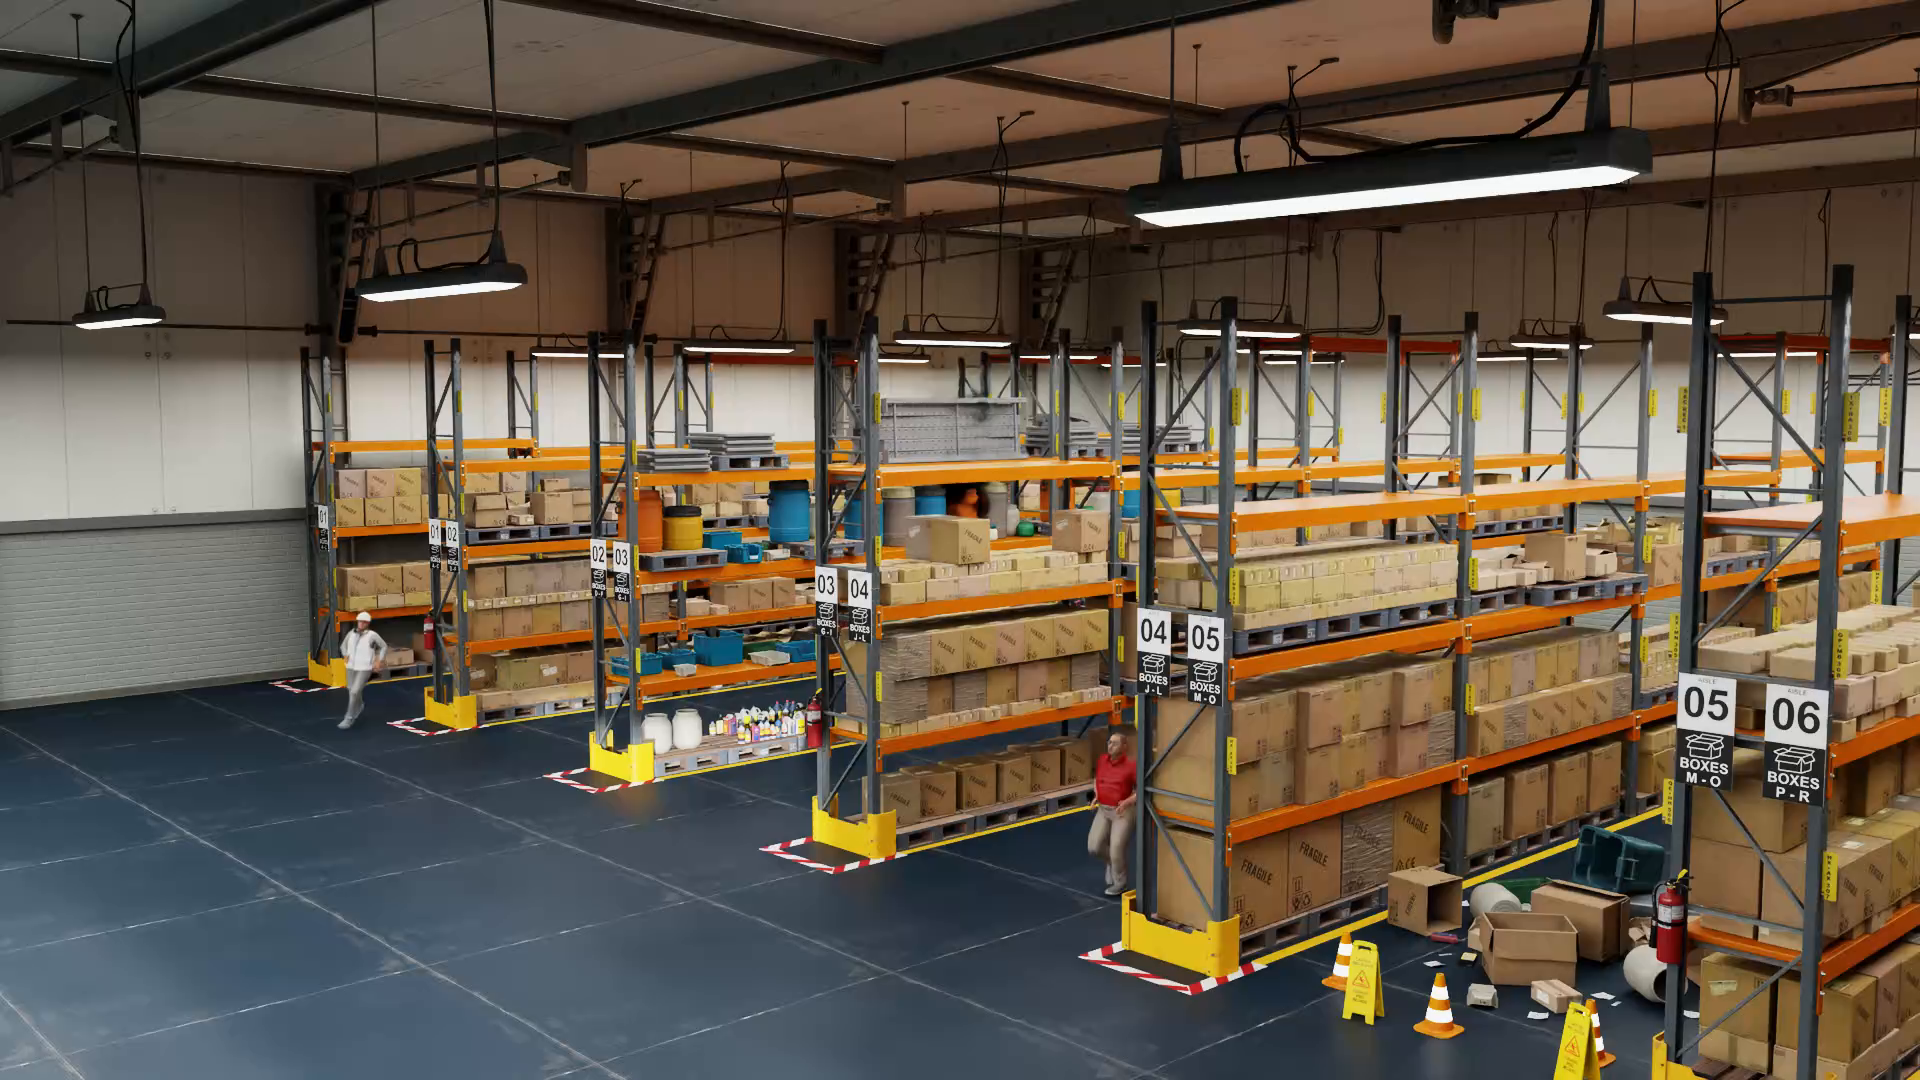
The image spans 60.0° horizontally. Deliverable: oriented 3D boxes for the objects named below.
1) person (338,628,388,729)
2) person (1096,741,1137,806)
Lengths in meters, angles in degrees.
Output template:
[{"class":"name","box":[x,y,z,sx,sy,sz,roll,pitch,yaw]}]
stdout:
[{"class":"person","box":[-9.325,2.120,25.918,0.723,1.523,0.878,1,5,9]},{"class":"person","box":[1.610,2.388,17.106,0.629,0.687,0.381,4,6,36]}]
